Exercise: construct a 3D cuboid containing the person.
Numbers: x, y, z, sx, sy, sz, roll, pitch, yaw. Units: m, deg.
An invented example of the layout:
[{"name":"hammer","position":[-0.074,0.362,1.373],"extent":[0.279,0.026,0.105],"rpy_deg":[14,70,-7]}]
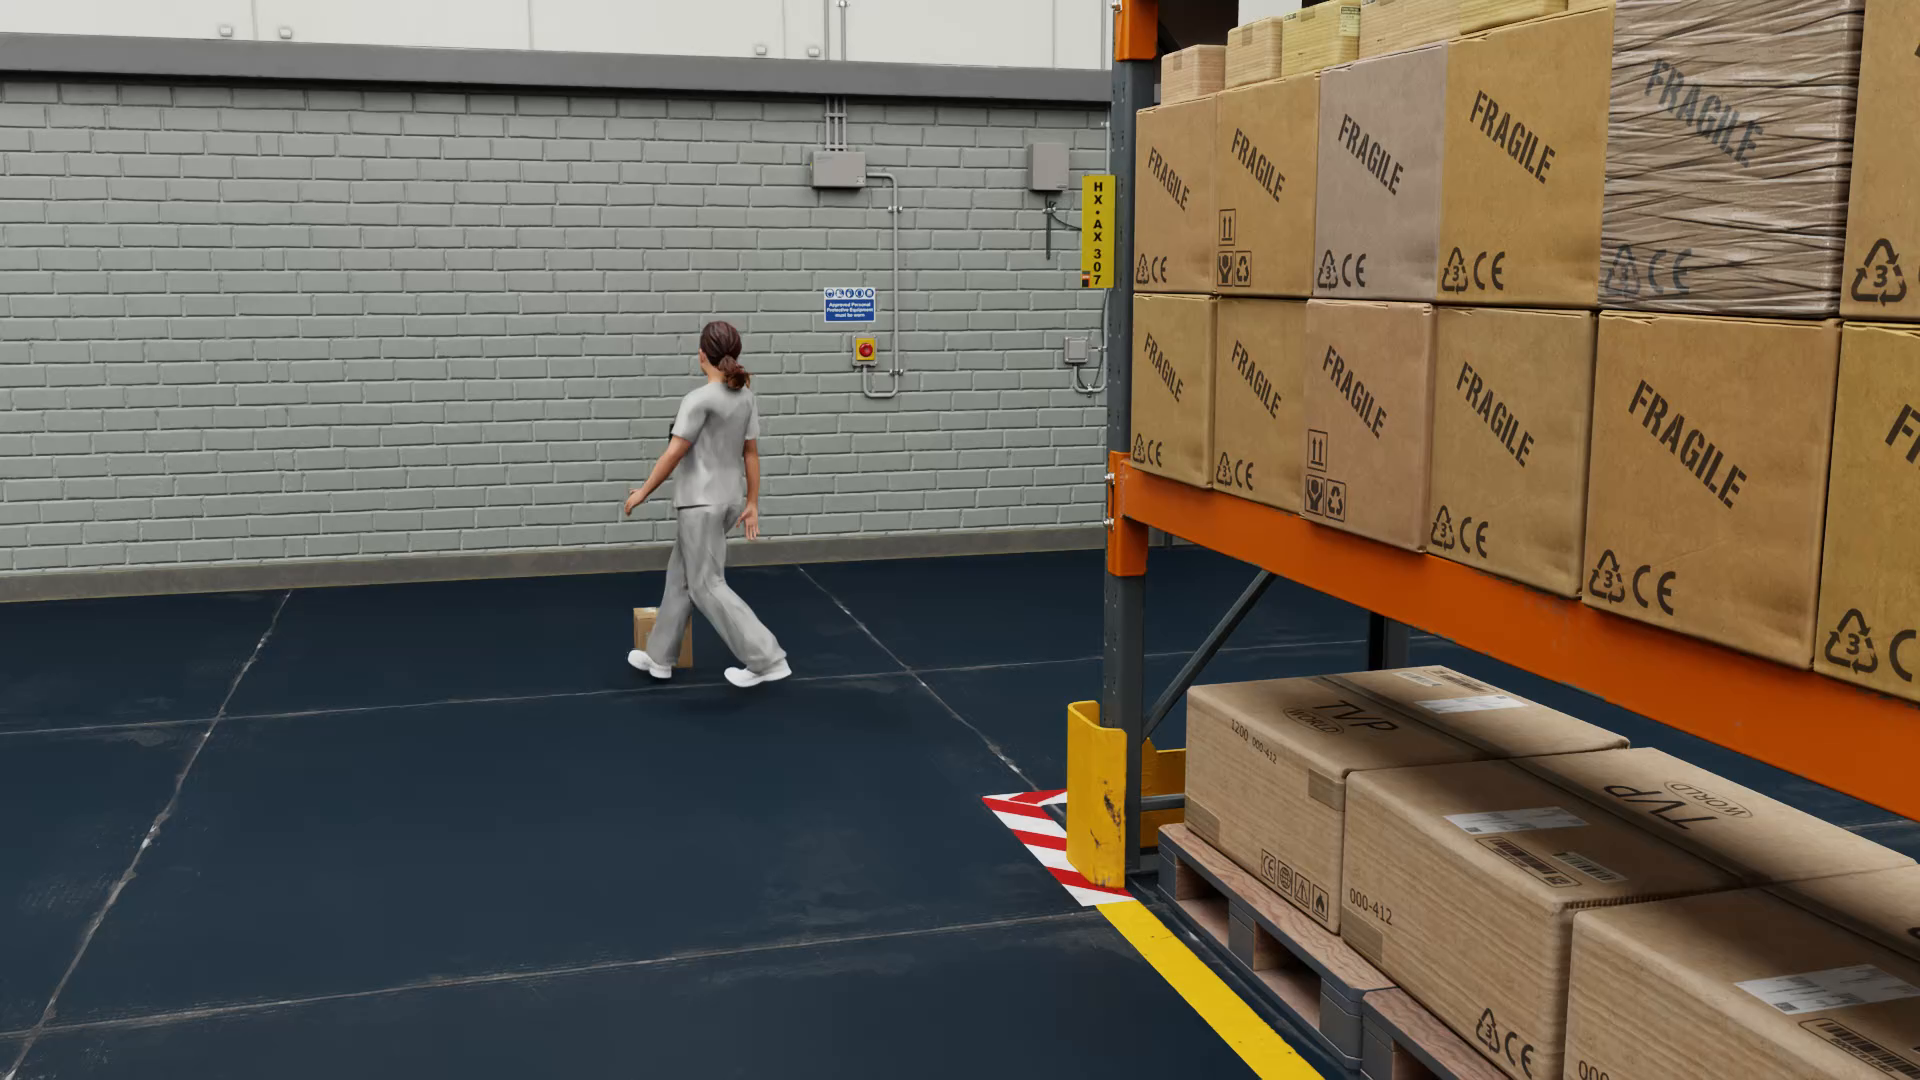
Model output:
[{"name":"person","position":[-1.162,-0.151,7.343],"extent":[0.944,1.621,0.487],"rpy_deg":[5,10,27]}]
